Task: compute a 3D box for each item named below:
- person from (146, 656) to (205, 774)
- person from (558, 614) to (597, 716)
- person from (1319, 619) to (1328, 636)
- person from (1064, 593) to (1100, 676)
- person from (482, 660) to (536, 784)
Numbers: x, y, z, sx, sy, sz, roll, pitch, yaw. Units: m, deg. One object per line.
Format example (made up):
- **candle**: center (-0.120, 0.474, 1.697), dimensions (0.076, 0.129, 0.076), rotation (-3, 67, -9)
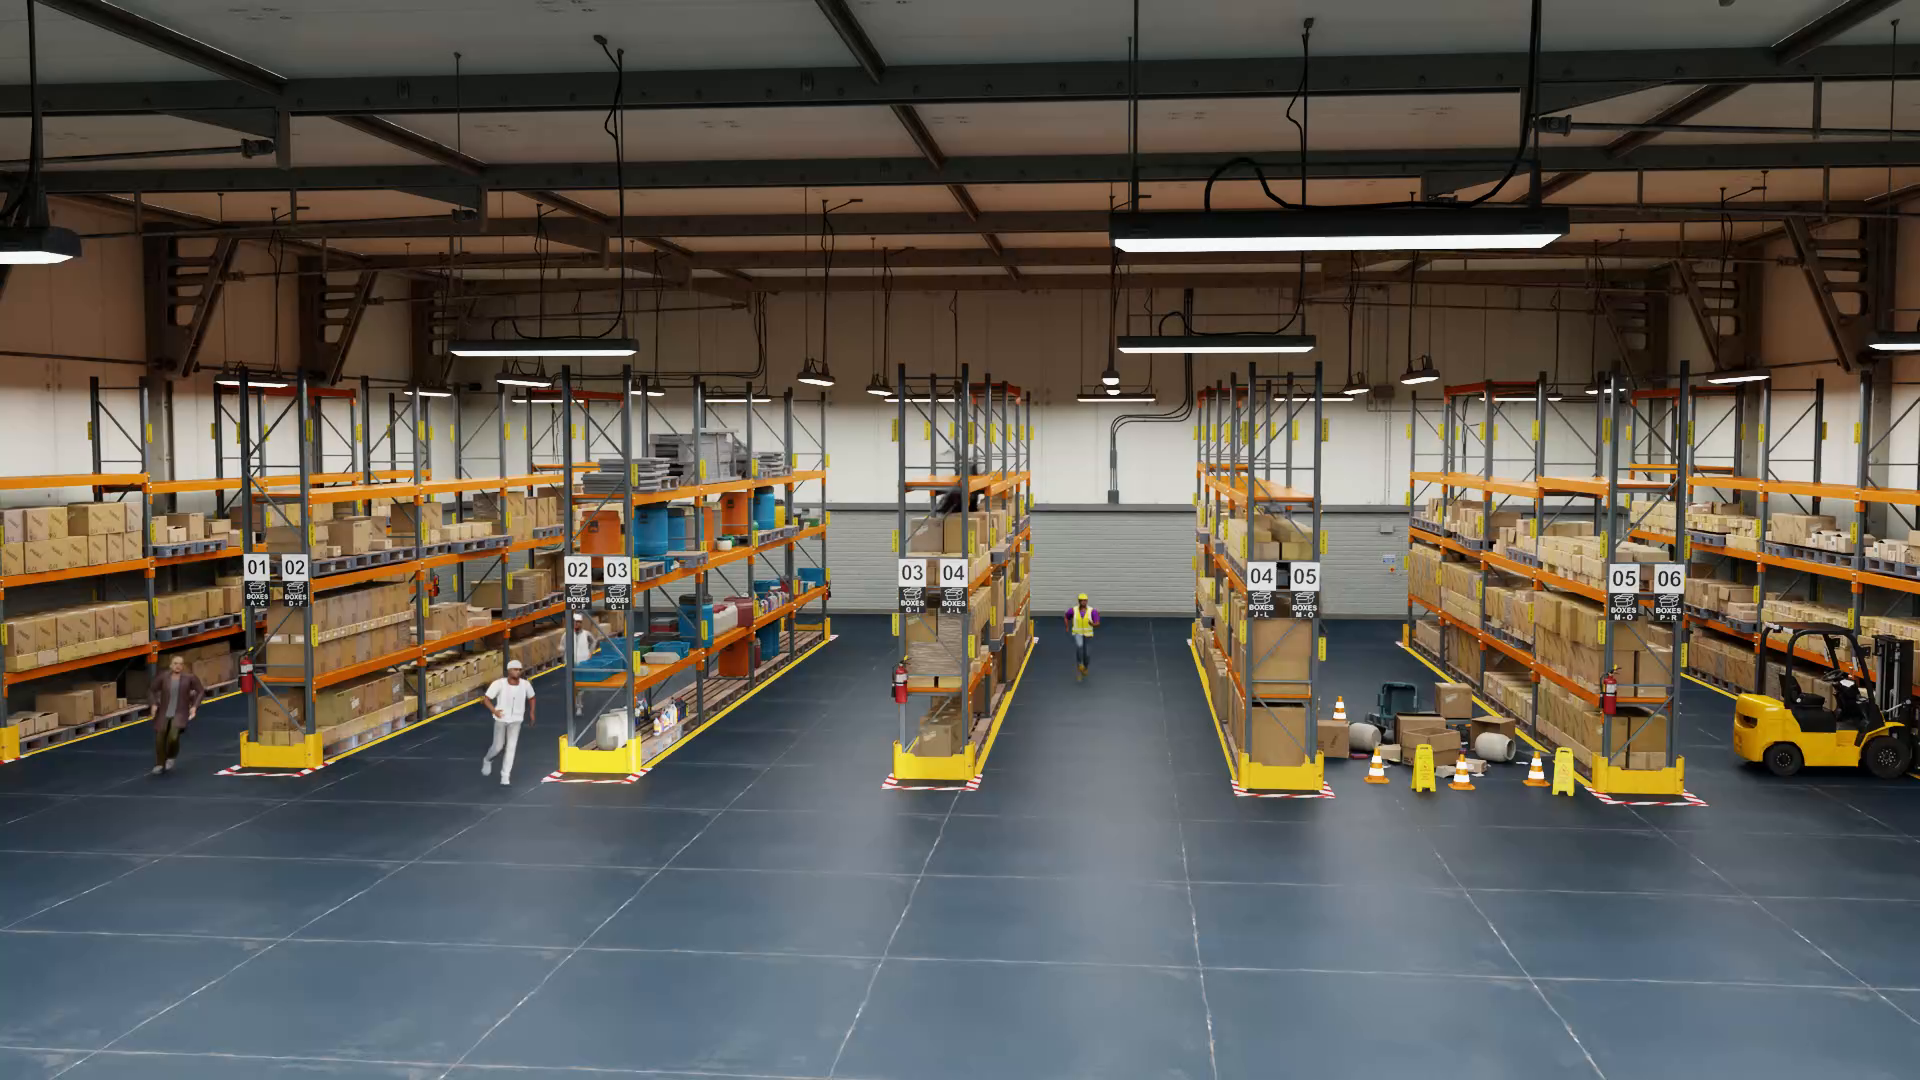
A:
- **person**: center (-11.564, 2.575, 24.476), dimensions (0.776, 1.722, 0.587), rotation (-1, 4, -13)
- **person**: center (-6.810, 2.195, 29.580), dimensions (0.660, 1.764, 0.955), rotation (-1, 4, -9)
- **person**: center (8.498, 1.603, 40.503), dimensions (0.898, 1.648, 0.551), rotation (0, 4, -1)
- **person**: center (2.466, 1.927, 33.444), dimensions (0.700, 1.719, 0.989), rotation (0, 4, -2)
- **person**: center (-6.458, 2.594, 23.937), dimensions (0.765, 1.736, 0.854), rotation (-2, 4, -29)
